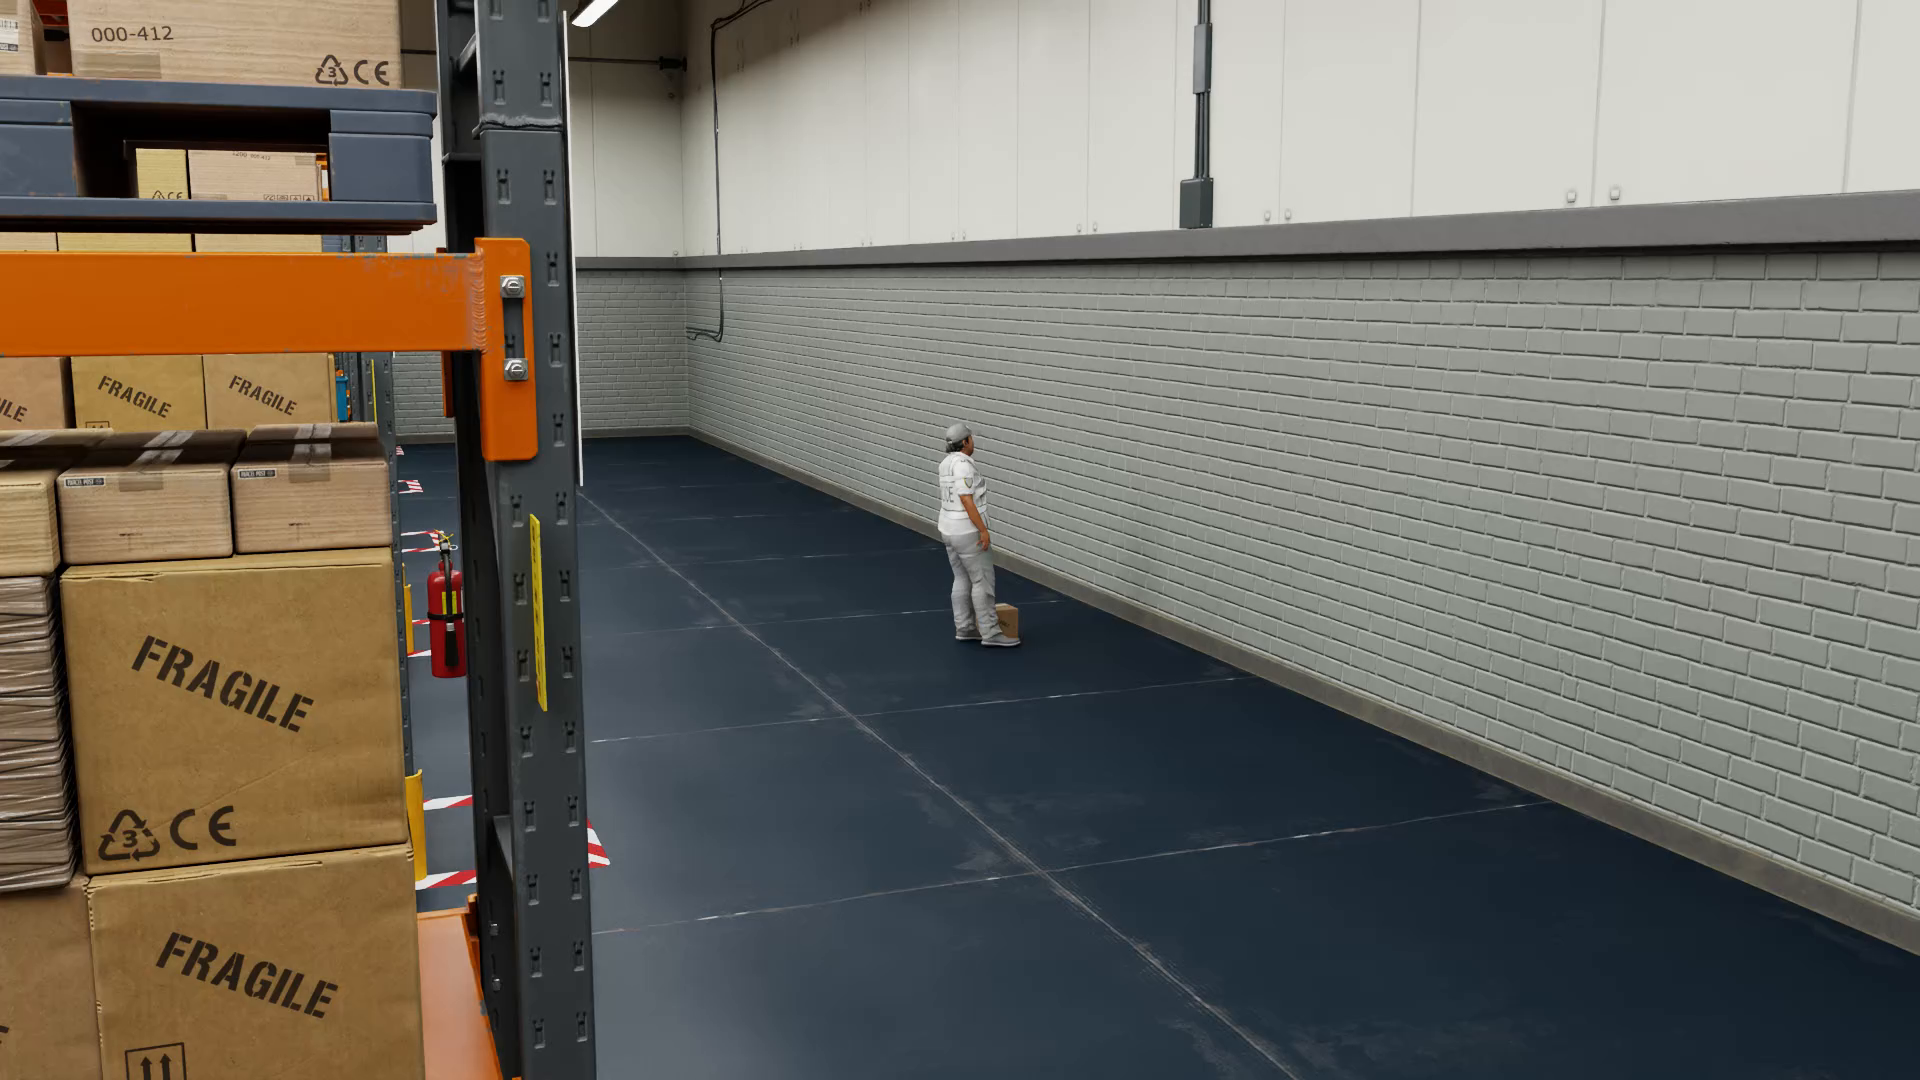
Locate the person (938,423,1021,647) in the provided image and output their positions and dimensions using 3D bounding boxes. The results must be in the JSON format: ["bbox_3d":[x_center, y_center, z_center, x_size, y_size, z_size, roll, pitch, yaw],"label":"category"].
[{"bbox_3d":[0.124,-0.051,12.611,0.529,1.670,0.599,-3,10,-21],"label":"person"}]
